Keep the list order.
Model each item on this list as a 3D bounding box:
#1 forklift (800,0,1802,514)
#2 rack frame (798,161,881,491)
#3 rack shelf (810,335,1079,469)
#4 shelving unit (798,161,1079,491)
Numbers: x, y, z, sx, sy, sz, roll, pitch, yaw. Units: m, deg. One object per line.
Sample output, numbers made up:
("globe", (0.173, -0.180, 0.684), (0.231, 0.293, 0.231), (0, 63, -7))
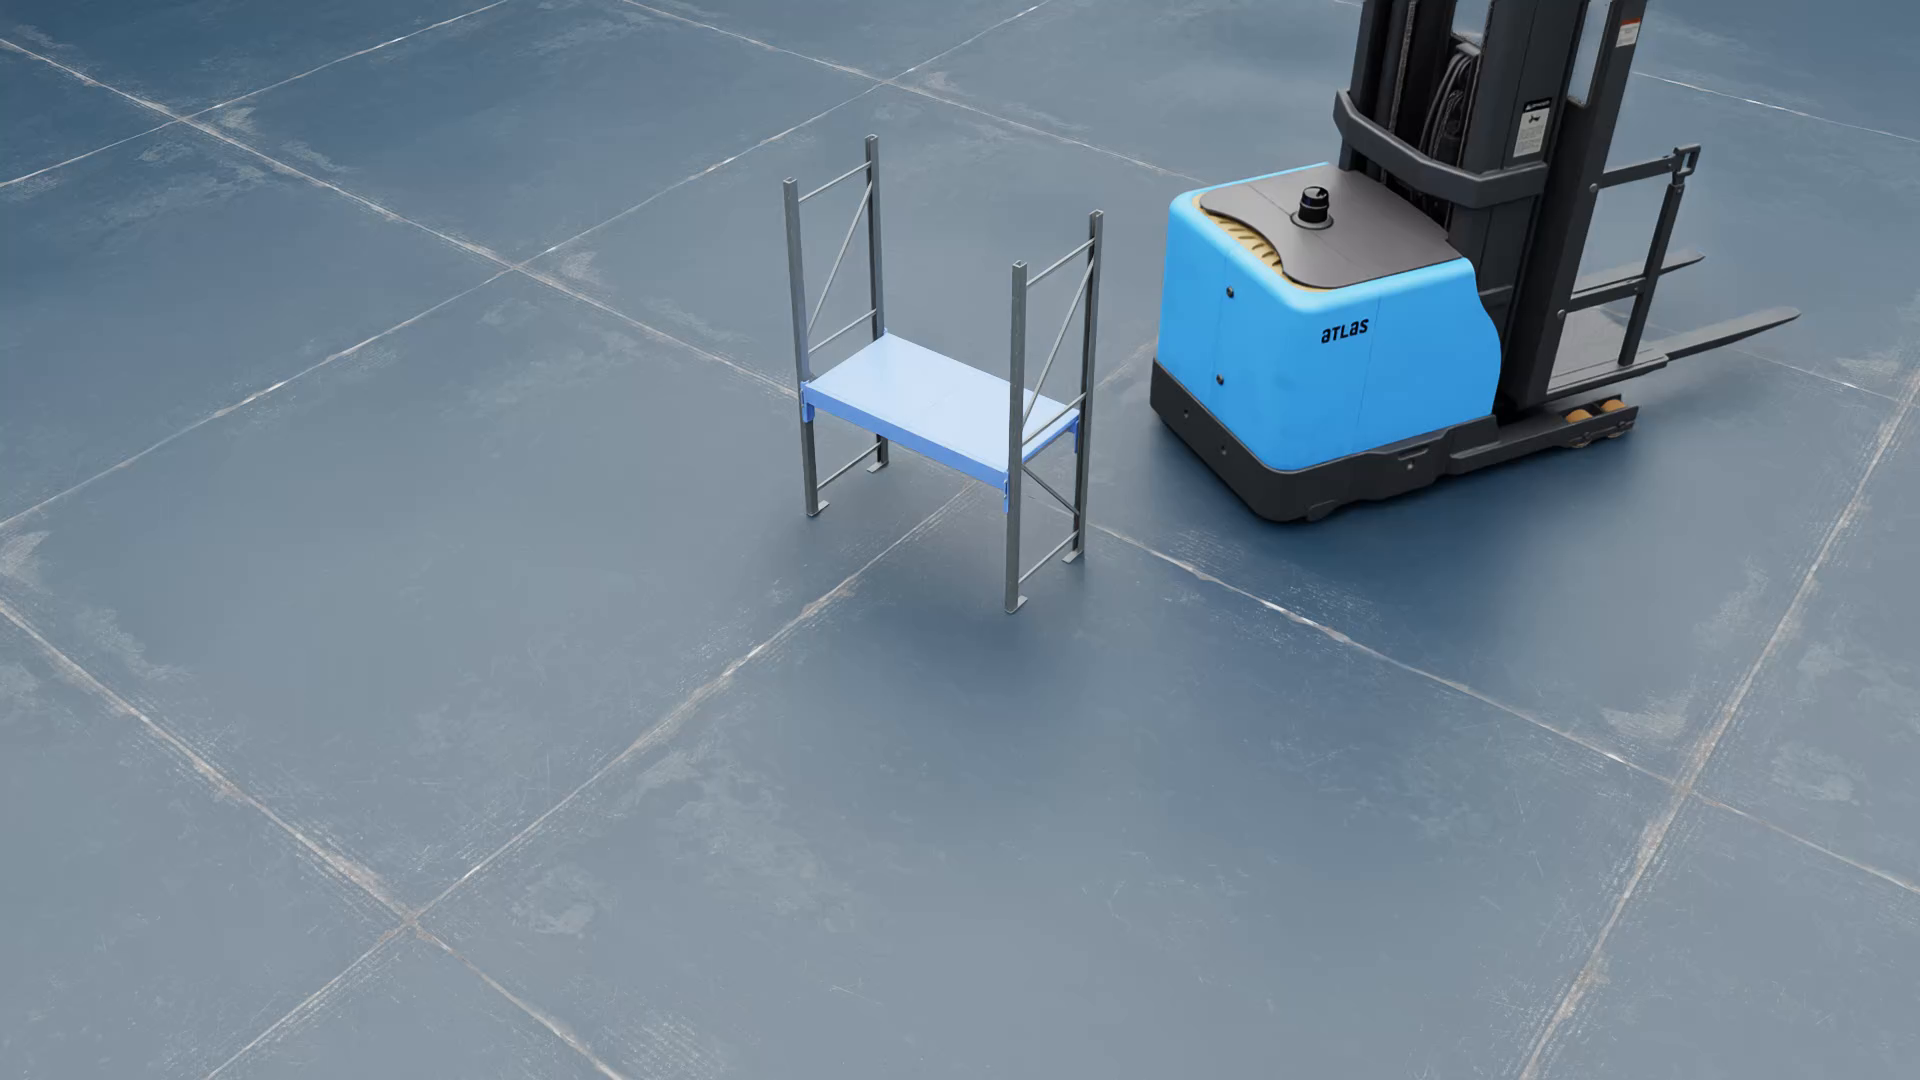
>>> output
("forklift", (8.675, -0.806, 4.860), (15.967, 3.598, 10.324), (-16, 41, -19))
("rack frame", (-0.473, -0.812, 6.571), (0.013, 1.308, 0.475), (25, 45, 29))
("rack shelf", (-0.068, -0.519, 6.409), (0.952, 0.062, 0.459), (25, 45, 29))
("shelving unit", (-0.084, -0.629, 6.337), (0.991, 1.308, 0.475), (25, 45, 29))
